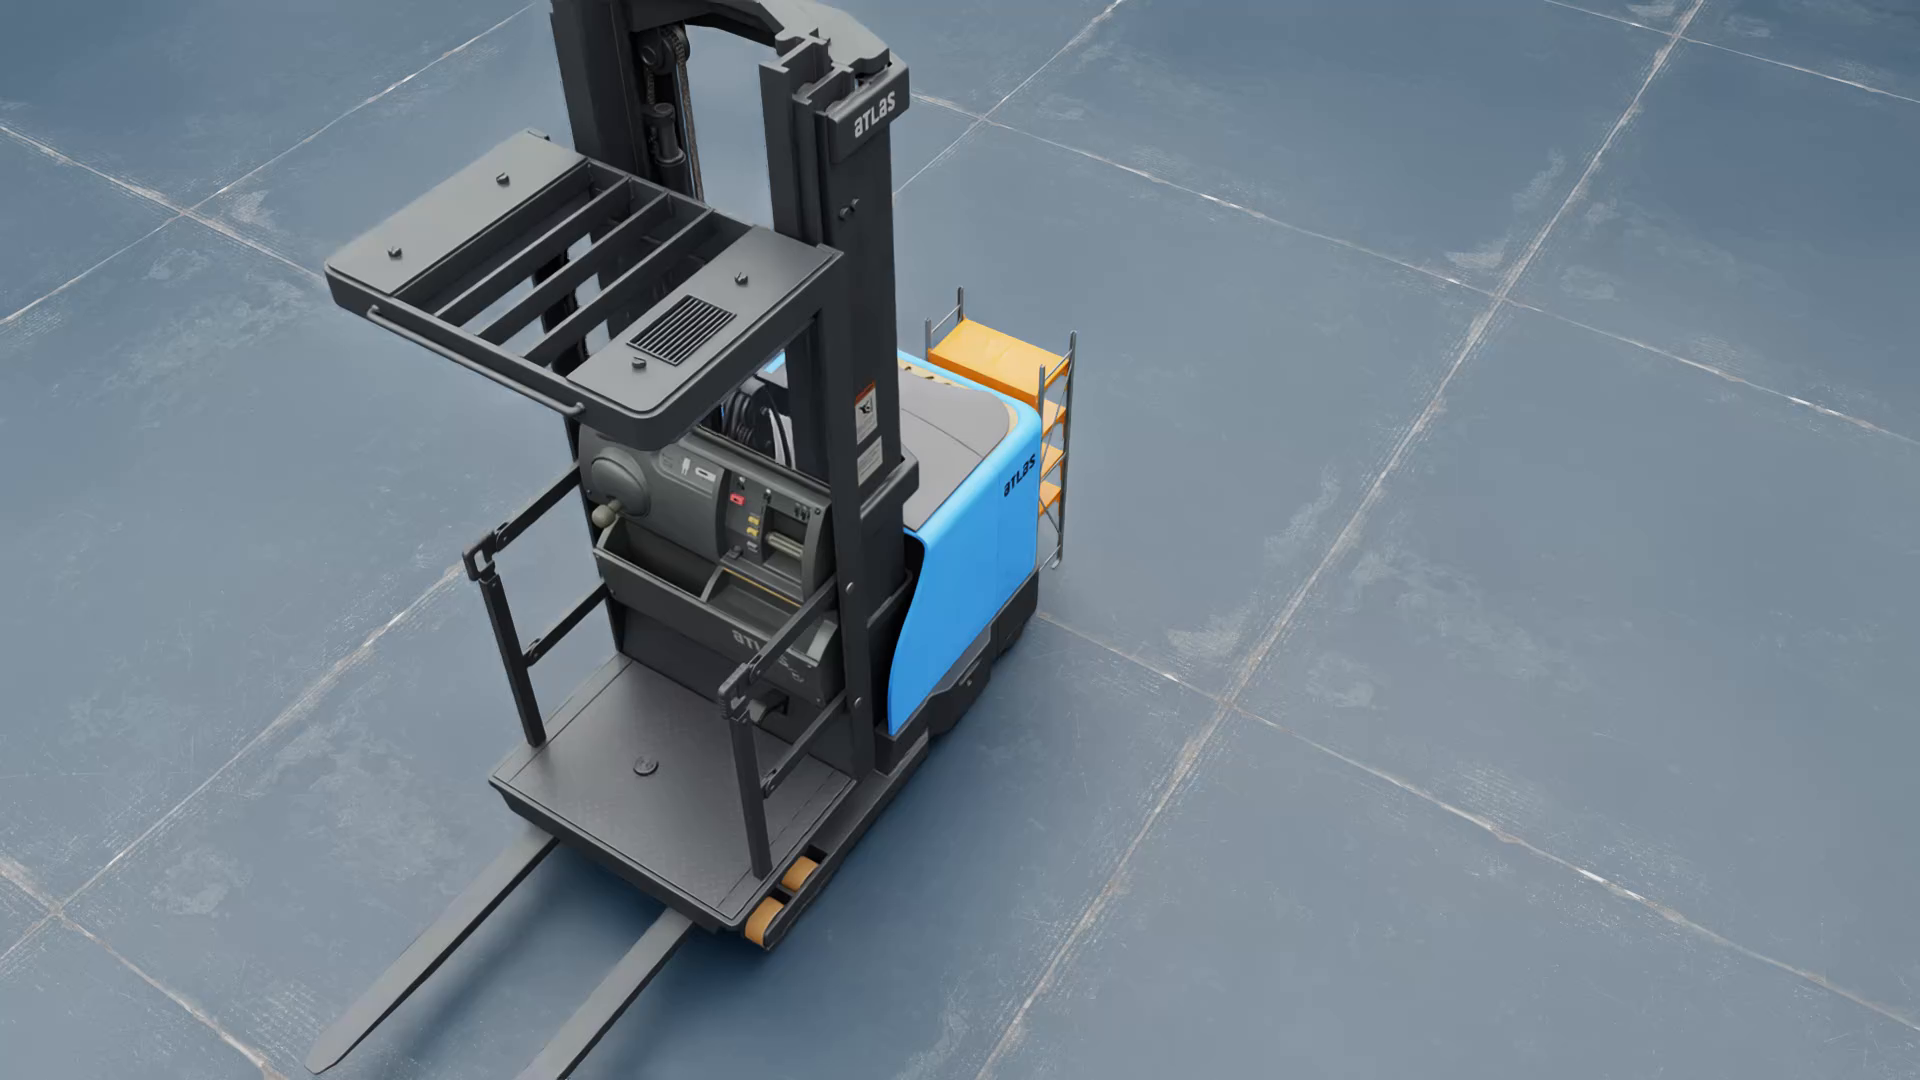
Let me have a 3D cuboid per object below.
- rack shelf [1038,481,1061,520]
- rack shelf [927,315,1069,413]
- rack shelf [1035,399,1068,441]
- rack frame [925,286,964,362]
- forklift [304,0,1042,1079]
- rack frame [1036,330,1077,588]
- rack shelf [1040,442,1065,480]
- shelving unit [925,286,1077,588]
[{"bbox_3d":[0.148,-0.178,6.679,0.480,0.148,0.258,25,51,22],"label":"rack shelf"},{"bbox_3d":[0.148,-0.637,6.206,0.480,0.148,0.258,25,51,22],"label":"rack shelf"},{"bbox_3d":[0.148,-0.472,6.376,0.480,0.148,0.258,25,51,22],"label":"rack shelf"},{"bbox_3d":[-0.057,-0.458,6.580,0.015,1.200,0.240,25,51,22],"label":"rack frame"},{"bbox_3d":[-0.913,-0.038,4.965,1.130,2.935,3.031,25,51,22],"label":"forklift"},{"bbox_3d":[0.353,-0.268,6.396,0.015,1.200,0.240,25,51,22],"label":"rack frame"},{"bbox_3d":[0.148,-0.316,6.536,0.480,0.148,0.258,25,51,22],"label":"rack shelf"},{"bbox_3d":[0.148,-0.363,6.488,0.503,1.200,0.258,25,51,22],"label":"shelving unit"}]
